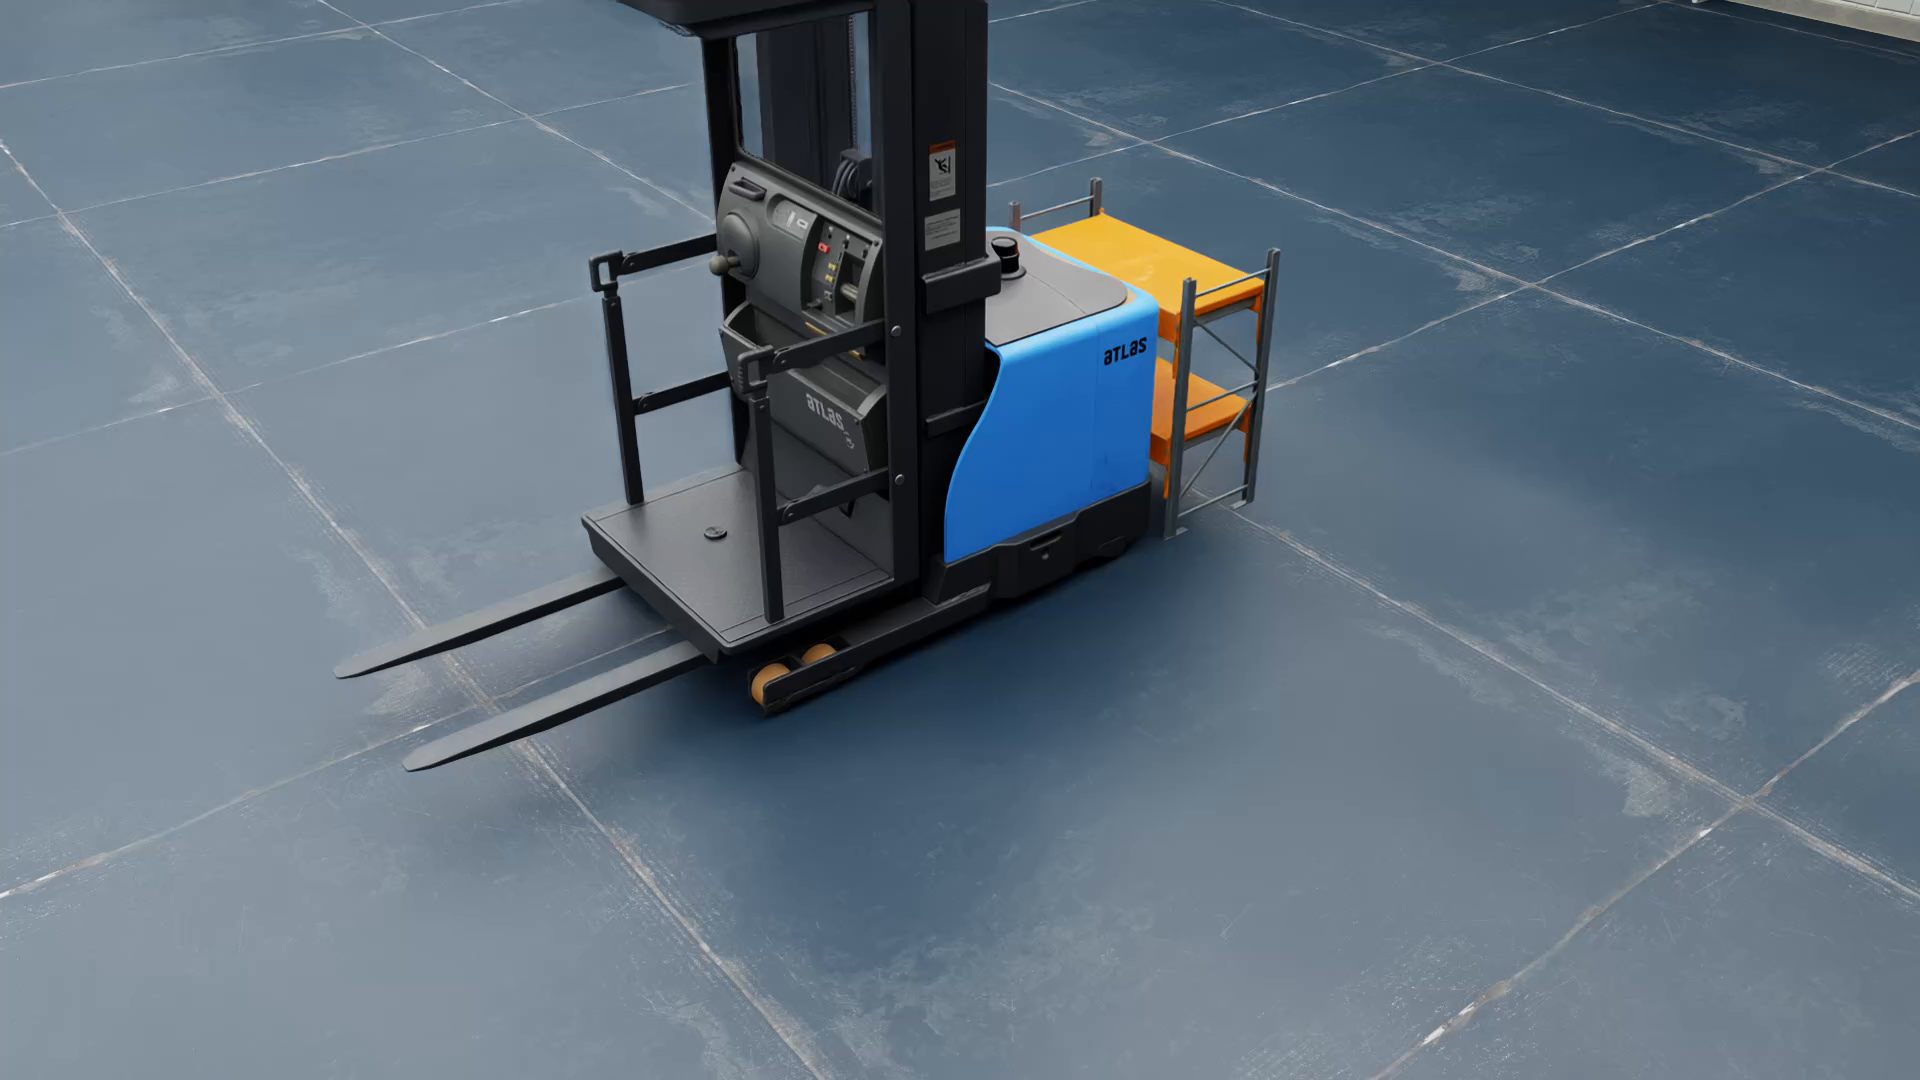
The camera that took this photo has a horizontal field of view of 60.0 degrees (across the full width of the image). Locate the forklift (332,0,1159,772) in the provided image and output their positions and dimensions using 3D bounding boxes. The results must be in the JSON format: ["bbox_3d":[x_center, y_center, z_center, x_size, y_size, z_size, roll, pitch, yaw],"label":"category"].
[{"bbox_3d":[-0.719,-0.962,5.521,3.031,2.935,1.130,-22,38,-31],"label":"forklift"}]

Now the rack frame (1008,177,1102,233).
[{"bbox_3d":[0.403,-0.987,7.273,0.500,1.125,0.032,-23,38,-32],"label":"rack frame"}]

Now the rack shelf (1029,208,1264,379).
[{"bbox_3d":[0.718,-1.025,6.780,0.538,0.278,1.000,-23,38,-32],"label":"rack shelf"}]

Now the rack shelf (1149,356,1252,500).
[{"bbox_3d":[0.718,-0.569,7.063,0.538,0.278,1.000,-23,38,-32],"label":"rack shelf"}]

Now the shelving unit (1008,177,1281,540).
[{"bbox_3d":[0.718,-0.777,6.934,0.538,1.125,1.048,-23,38,-32],"label":"shelving unit"}]

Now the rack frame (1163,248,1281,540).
[{"bbox_3d":[1.034,-0.566,6.595,0.500,1.125,0.032,-23,38,-32],"label":"rack frame"}]

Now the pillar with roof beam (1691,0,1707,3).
[{"bbox_3d":[2.832,-7.100,9.653,9.100,9.000,0.400,-22,38,-31],"label":"pillar with roof beam"}]
